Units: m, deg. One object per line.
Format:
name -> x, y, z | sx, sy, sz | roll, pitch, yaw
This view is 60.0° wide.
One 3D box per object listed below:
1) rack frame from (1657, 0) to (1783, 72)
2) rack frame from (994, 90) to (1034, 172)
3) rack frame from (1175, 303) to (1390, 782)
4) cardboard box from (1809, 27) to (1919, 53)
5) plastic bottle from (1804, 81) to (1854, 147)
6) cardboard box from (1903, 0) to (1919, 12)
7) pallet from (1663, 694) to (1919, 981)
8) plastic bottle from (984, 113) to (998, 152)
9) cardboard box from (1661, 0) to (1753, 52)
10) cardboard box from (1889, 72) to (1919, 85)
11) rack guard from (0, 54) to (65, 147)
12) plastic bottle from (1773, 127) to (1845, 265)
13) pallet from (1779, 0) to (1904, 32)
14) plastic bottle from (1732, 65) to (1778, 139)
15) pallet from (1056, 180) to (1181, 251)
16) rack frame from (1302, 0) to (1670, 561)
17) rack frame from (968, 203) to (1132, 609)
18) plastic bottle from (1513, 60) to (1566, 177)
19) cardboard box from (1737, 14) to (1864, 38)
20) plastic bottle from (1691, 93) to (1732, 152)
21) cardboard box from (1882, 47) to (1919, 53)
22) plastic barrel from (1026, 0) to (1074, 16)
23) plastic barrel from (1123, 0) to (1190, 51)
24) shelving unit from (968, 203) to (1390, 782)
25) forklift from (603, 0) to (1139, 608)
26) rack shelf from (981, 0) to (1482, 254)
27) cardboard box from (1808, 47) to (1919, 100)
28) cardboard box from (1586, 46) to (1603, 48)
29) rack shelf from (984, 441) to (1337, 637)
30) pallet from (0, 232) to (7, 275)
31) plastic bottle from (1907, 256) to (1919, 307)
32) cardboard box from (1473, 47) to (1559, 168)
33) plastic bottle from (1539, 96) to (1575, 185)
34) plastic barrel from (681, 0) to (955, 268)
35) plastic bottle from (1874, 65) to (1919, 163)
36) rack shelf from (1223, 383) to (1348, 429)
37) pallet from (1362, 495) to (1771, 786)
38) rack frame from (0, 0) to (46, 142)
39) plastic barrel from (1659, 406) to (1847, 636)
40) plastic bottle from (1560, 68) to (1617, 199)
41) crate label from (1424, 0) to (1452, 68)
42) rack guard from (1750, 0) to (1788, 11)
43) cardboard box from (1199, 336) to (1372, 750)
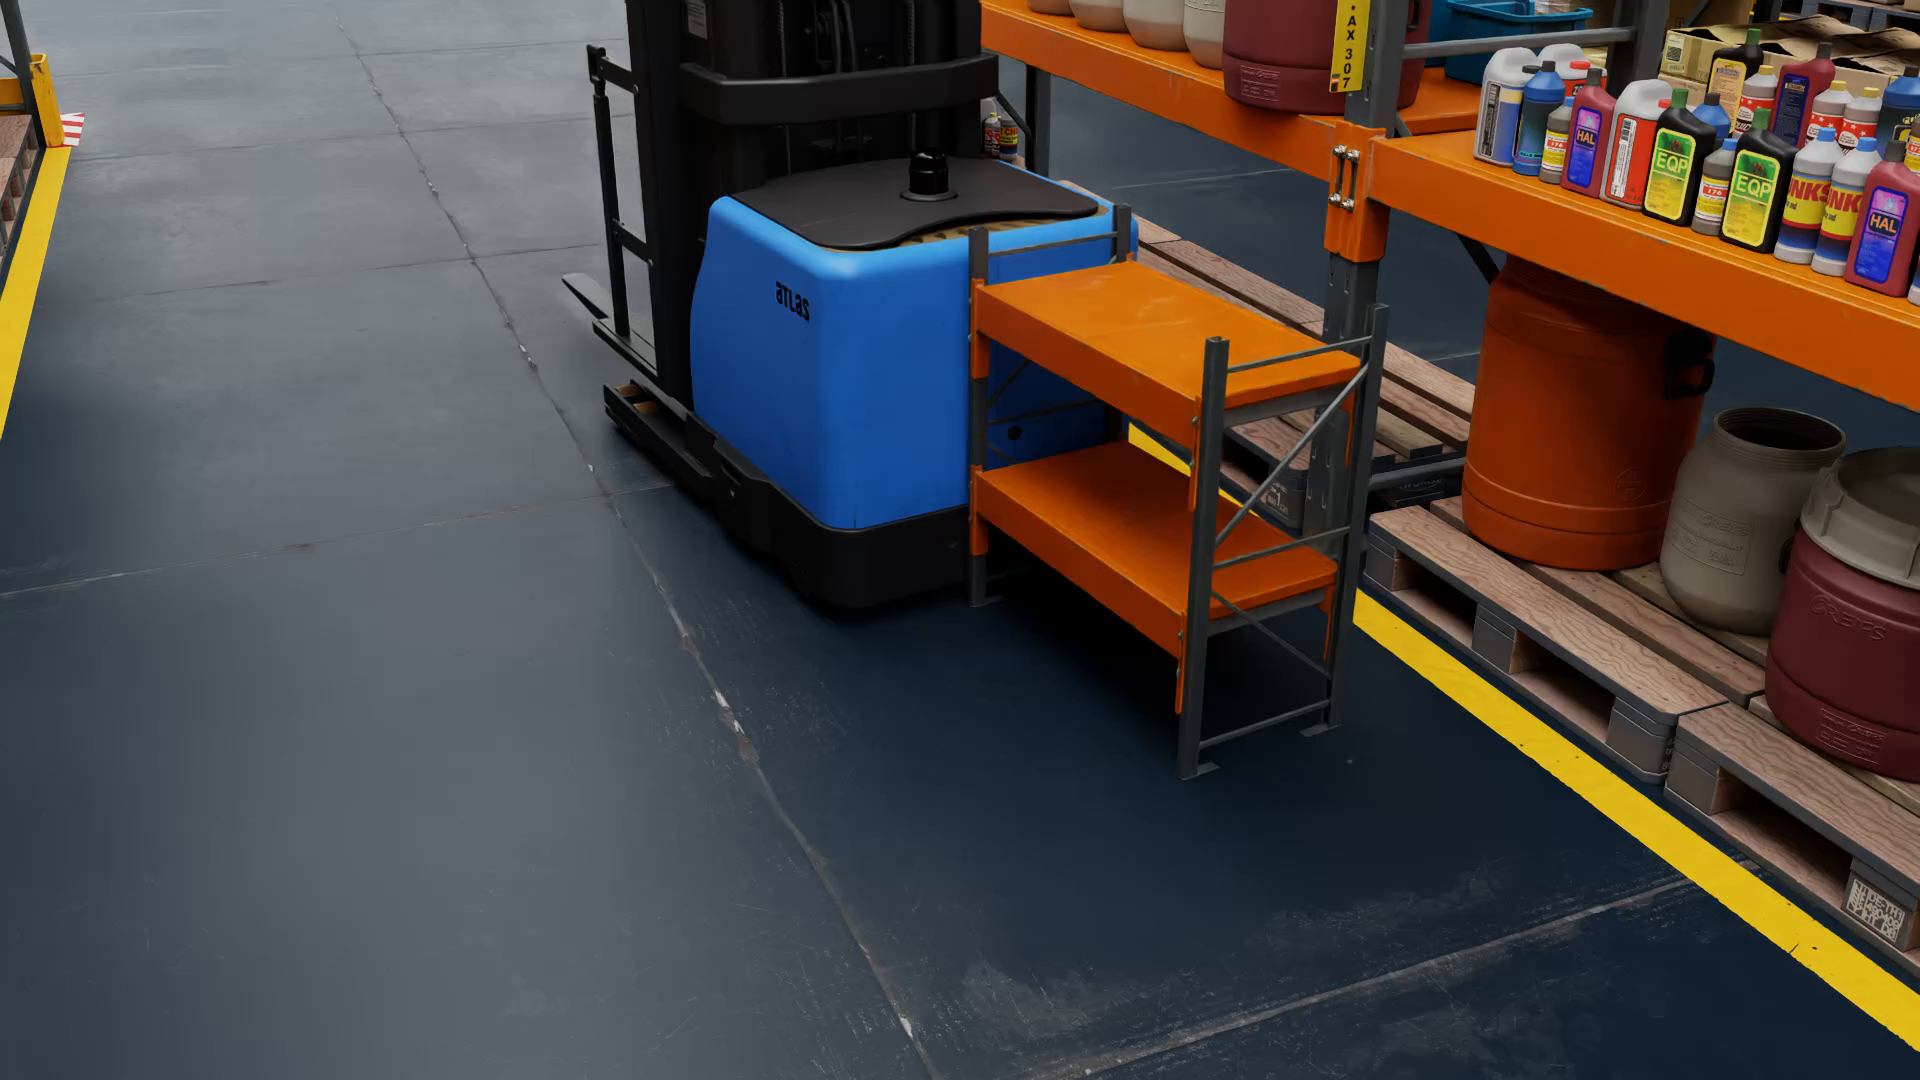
rack frame -> 4.541, -3.852, 9.720 | 1.000, 3.000, 0.127 | -11, 28, -21
rack frame -> -0.021, -3.002, 7.979 | 0.949, 2.616, 0.053 | -11, 28, -21
rack frame -> 0.752, 0.023, 3.920 | 0.500, 1.125, 0.032 | -14, 29, -26
cardboard box -> 5.173, -2.734, 9.446 | 0.500, 0.311, 0.500 | -10, 28, -19
plastic bottle -> 2.218, -1.065, 4.239 | 0.097, 0.201, 0.097 | 0, 26, 0
cardboard box -> 8.184, -4.564, 13.526 | 0.700, 0.500, 0.500 | -12, 29, -24
pallet -> 2.369, 0.669, 3.640 | 1.003, 0.211, 1.213 | -11, 28, -21
plastic bottle -> 0.181, -2.228, 9.083 | 0.097, 0.201, 0.097 | 0, 26, 0
cardboard box -> 4.647, -3.383, 10.560 | 0.500, 0.500, 0.500 | -11, 28, -21
cardboard box -> 5.077, -2.227, 8.408 | 0.500, 0.311, 0.500 | -10, 28, -19
rack guard -> -6.112, -2.612, 10.030 | 1.175, 0.500, 0.348 | -11, 28, -21
plastic bottle -> 2.178, -0.287, 2.566 | 0.097, 0.271, 2.212 | -11, 28, -21
pallet -> 5.877, -1.760, 8.614 | 9.879, 0.211, 12.008 | -11, 28, -21
plastic bottle -> 2.128, -1.158, 4.430 | 0.097, 0.201, 0.097 | 0, 26, 0
pallet -> 0.325, -1.439, 7.956 | 1.003, 0.211, 1.213 | -11, 28, -21
rack frame -> 1.548, -1.387, 4.673 | 1.000, 3.000, 0.127 | -11, 28, -21
rack frame -> 0.248, -0.364, 4.713 | 0.500, 1.125, 0.032 | -14, 29, -26
plastic bottle -> 1.440, -1.048, 4.124 | 0.097, 0.271, 0.097 | 0, 26, 0
cardboard box -> 4.963, -2.943, 9.874 | 0.500, 0.311, 0.500 | -11, 28, -21
plastic bottle -> 1.678, -0.871, 3.763 | 0.097, 0.271, 0.097 | 0, 26, 0
cardboard box -> 5.366, -2.532, 9.033 | 0.500, 0.311, 0.500 | -11, 28, -21
plastic barrel -> 0.442, -2.343, 6.475 | 0.433, 0.535, 0.433 | 0, 26, 0
plastic barrel -> 0.784, -1.986, 5.772 | 0.421, 0.512, 0.421 | 0, 26, 0
shelving unit -> -11.247, -3.291, 5.153 | 18.801, 6.000, 16.378 | -14, 29, -26
forklift -> -1.689, -10.504, 23.523 | 19.219, 2.843, 38.947 | -14, 29, -26
rack shelf -> 0.765, -1.872, 6.484 | 1.077, 0.370, 4.000 | -11, 28, -21
cardboard box -> 4.869, -2.436, 8.836 | 0.500, 0.311, 0.500 | -12, 28, -22
cardboard box -> 3.971, -3.158, 10.955 | 0.500, 0.250, 0.500 | -11, 28, -21
rack shelf -> 0.500, -0.016, 4.392 | 0.459, 0.093, 0.952 | -14, 29, -26
pallet -> -4.871, -1.163, 7.392 | 1.003, 0.211, 1.213 | -11, 28, -21
plastic bottle -> 1.893, -0.582, 3.169 | 0.097, 0.271, 0.097 | 0, 26, 0
cardboard box -> 5.470, 0.347, 2.493 | 5.886, 1.356, 7.345 | -11, 28, -21
plastic bottle -> 1.479, -0.977, 4.059 | 0.097, 0.201, 0.097 | 0, 26, 0
plastic barrel -> -0.362, -1.562, 4.999 | 0.905, 2.708, 0.517 | -11, 28, -21
plastic bottle -> 2.294, -1.018, 4.063 | 0.097, 0.271, 0.097 | 0, 26, 0
rack shelf -> 0.500, -0.481, 4.165 | 0.416, 0.054, 0.922 | -14, 29, -26
pallet -> 1.895, 0.177, 4.647 | 1.003, 0.211, 1.213 | -11, 28, -21
rack frame -> -6.142, -3.766, 9.544 | 1.000, 3.000, 0.127 | -11, 28, -21
plastic barrel -> 2.059, -0.051, 4.292 | 0.421, 0.512, 0.421 | 0, 26, 0
plastic bottle -> 1.507, -0.964, 3.939 | 0.061, 0.283, 0.133 | -11, 28, -21
crate label -> 1.408, -1.851, 5.582 | 0.502, 0.435, 0.616 | -11, 28, -21
rack guard -> 7.561, -5.165, 15.259 | 1.175, 0.500, 0.348 | -11, 28, -21
cardboard box -> 0.750, 0.024, 3.919 | 0.474, 0.981, 0.047 | -12, 28, -23
